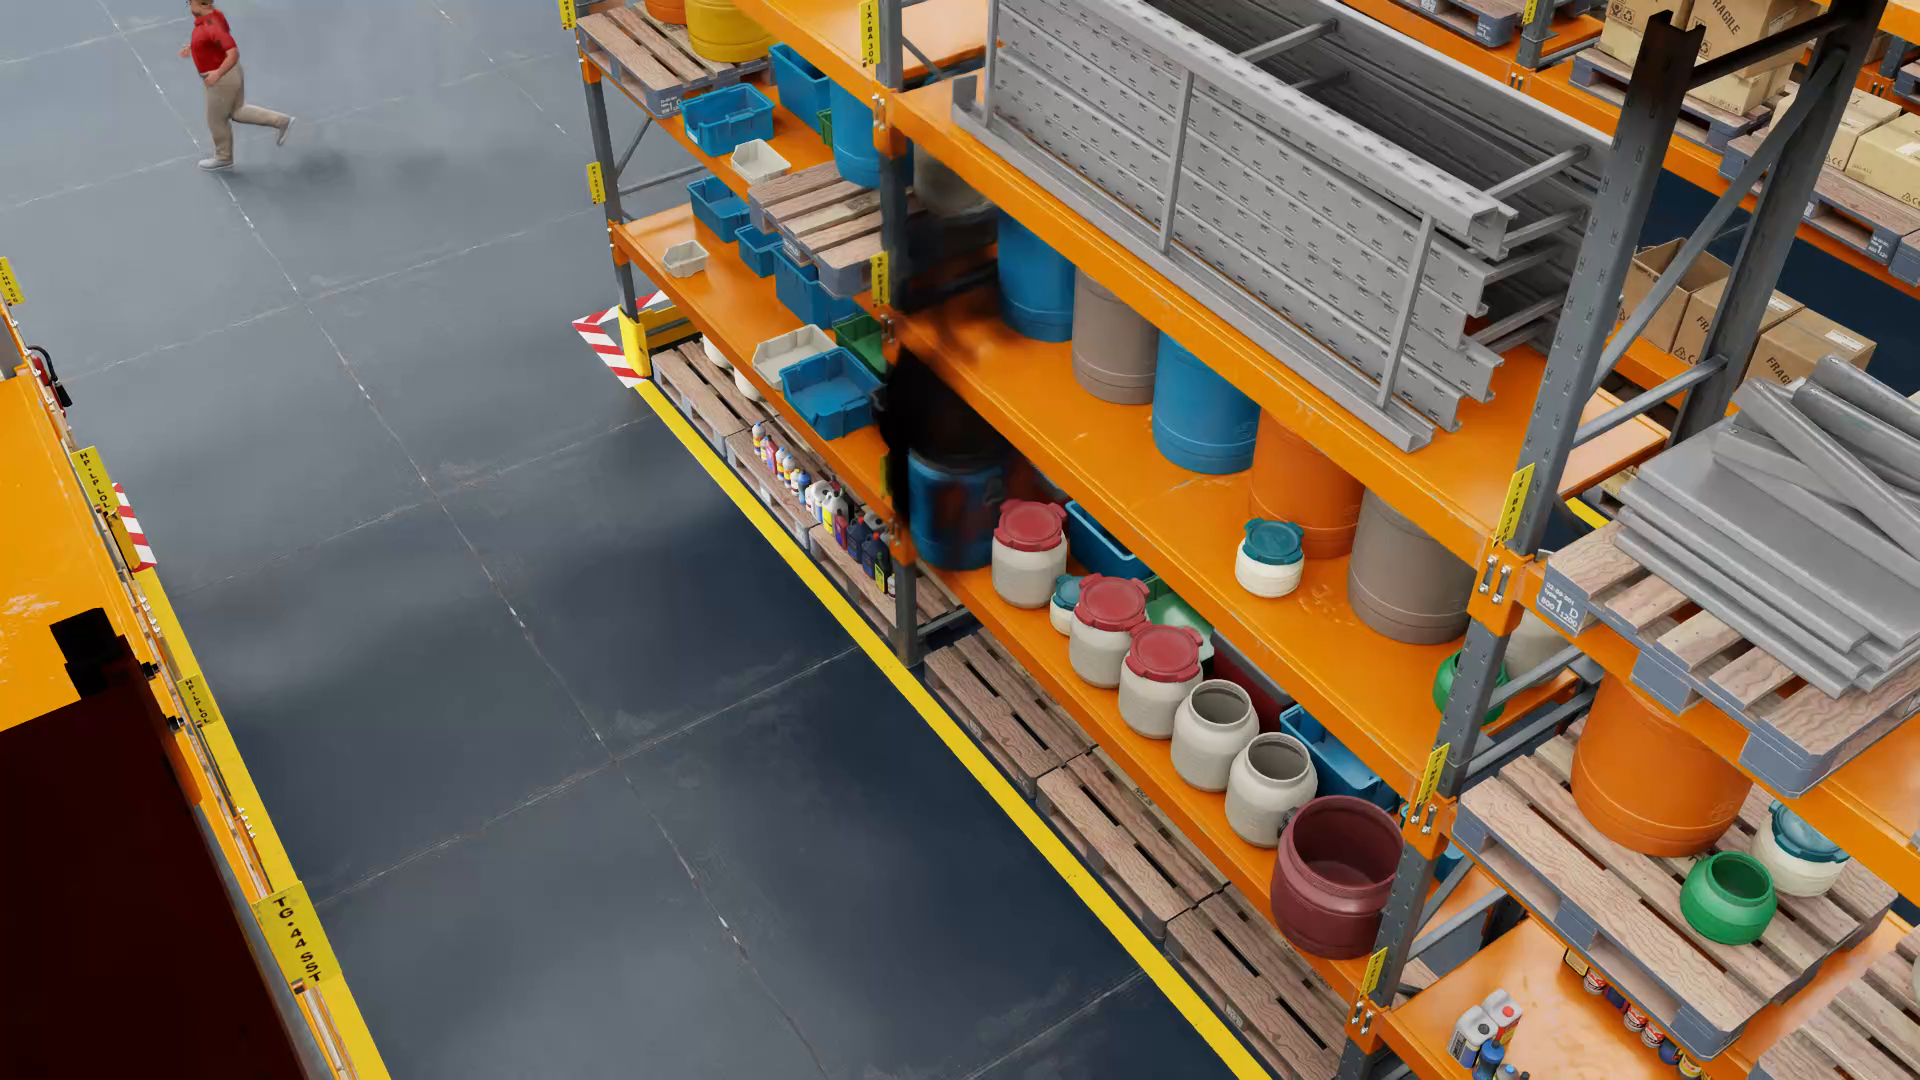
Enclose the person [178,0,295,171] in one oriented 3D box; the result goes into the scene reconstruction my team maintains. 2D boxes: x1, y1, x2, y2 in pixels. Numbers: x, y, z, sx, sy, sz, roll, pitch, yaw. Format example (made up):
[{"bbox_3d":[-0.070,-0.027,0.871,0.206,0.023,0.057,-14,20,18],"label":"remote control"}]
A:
[{"bbox_3d":[-6.630,-4.156,15.000,0.945,1.700,0.665,-9,43,-10],"label":"person"}]
